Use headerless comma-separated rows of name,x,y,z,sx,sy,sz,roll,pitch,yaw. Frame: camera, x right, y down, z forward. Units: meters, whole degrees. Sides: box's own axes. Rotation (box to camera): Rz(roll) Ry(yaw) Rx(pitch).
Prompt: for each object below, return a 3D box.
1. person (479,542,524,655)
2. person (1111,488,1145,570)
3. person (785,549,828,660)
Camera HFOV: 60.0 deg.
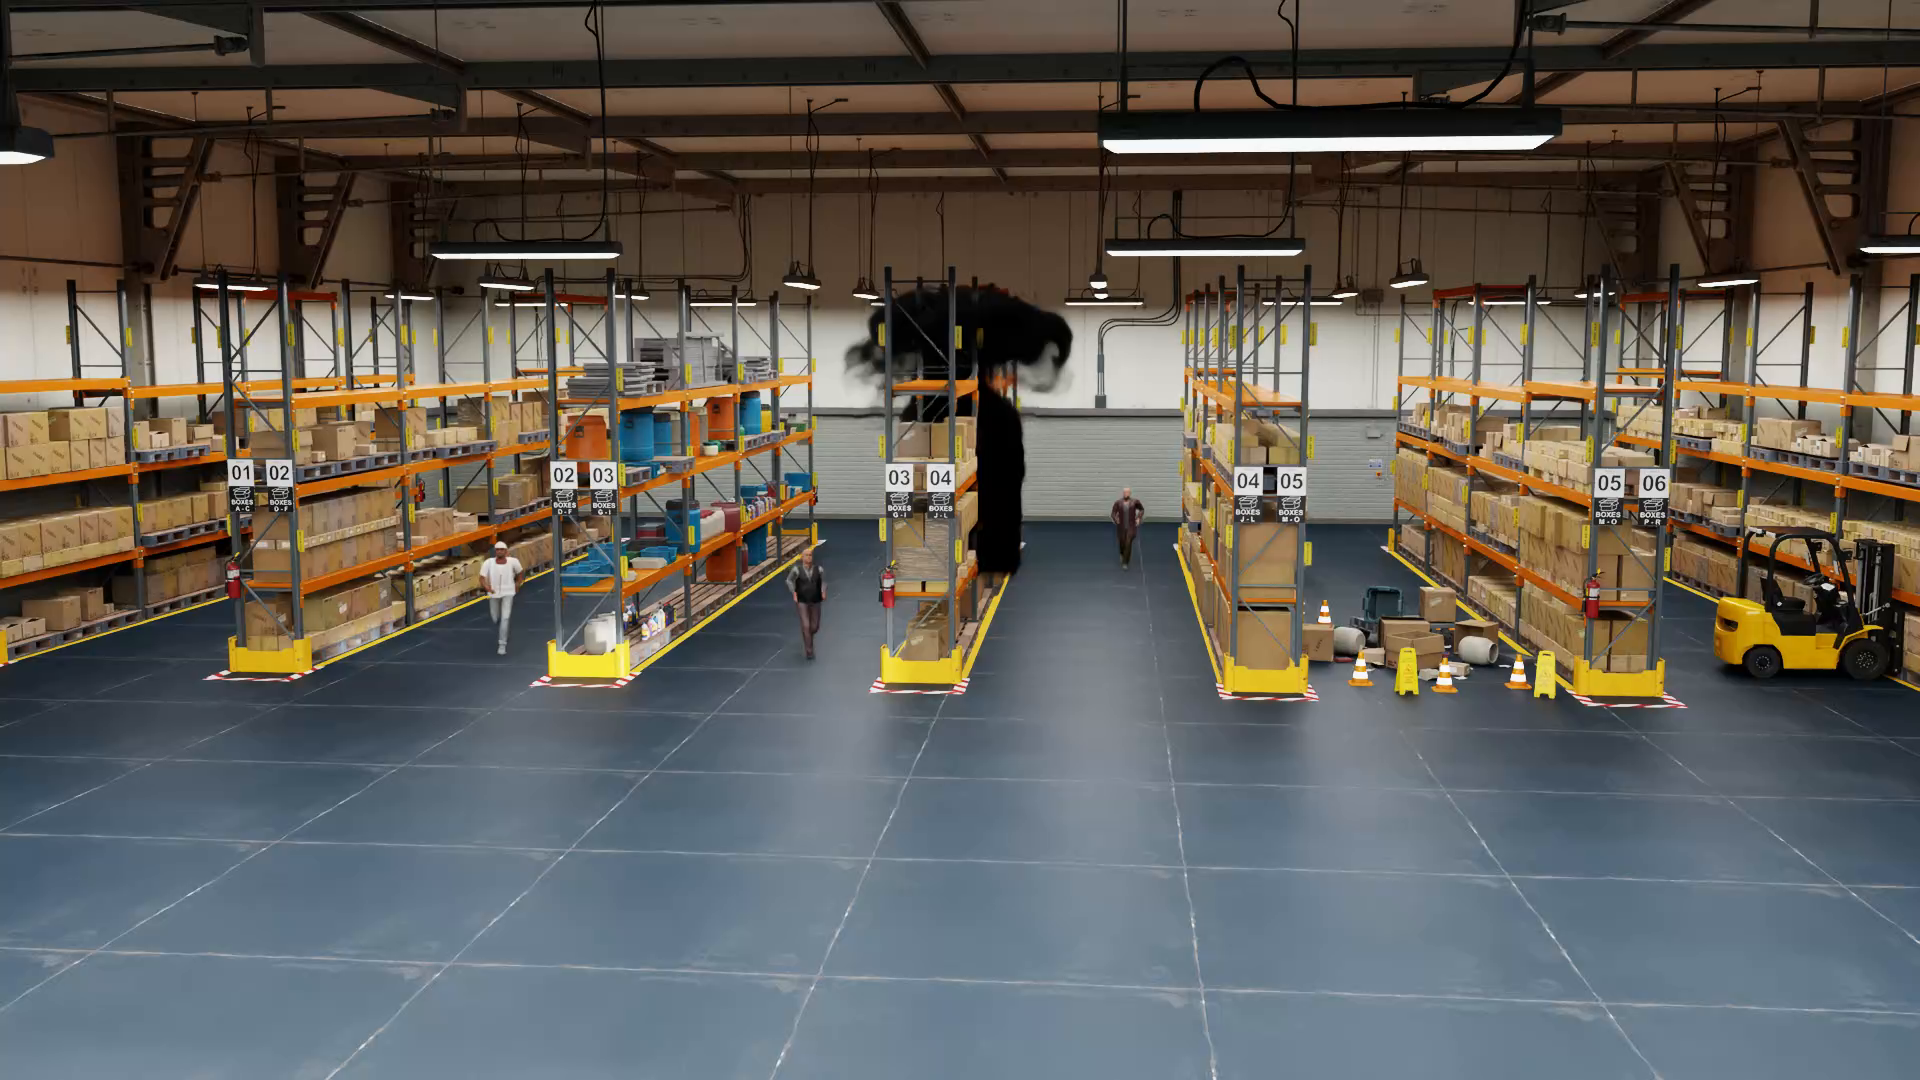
person,-7.407,0.898,26.819,0.668,1.760,1.124,0,7,-4
person,3.656,-0.264,36.286,0.718,1.773,0.928,2,7,14
person,-2.404,0.994,26.237,0.662,1.709,0.805,-2,7,-15
